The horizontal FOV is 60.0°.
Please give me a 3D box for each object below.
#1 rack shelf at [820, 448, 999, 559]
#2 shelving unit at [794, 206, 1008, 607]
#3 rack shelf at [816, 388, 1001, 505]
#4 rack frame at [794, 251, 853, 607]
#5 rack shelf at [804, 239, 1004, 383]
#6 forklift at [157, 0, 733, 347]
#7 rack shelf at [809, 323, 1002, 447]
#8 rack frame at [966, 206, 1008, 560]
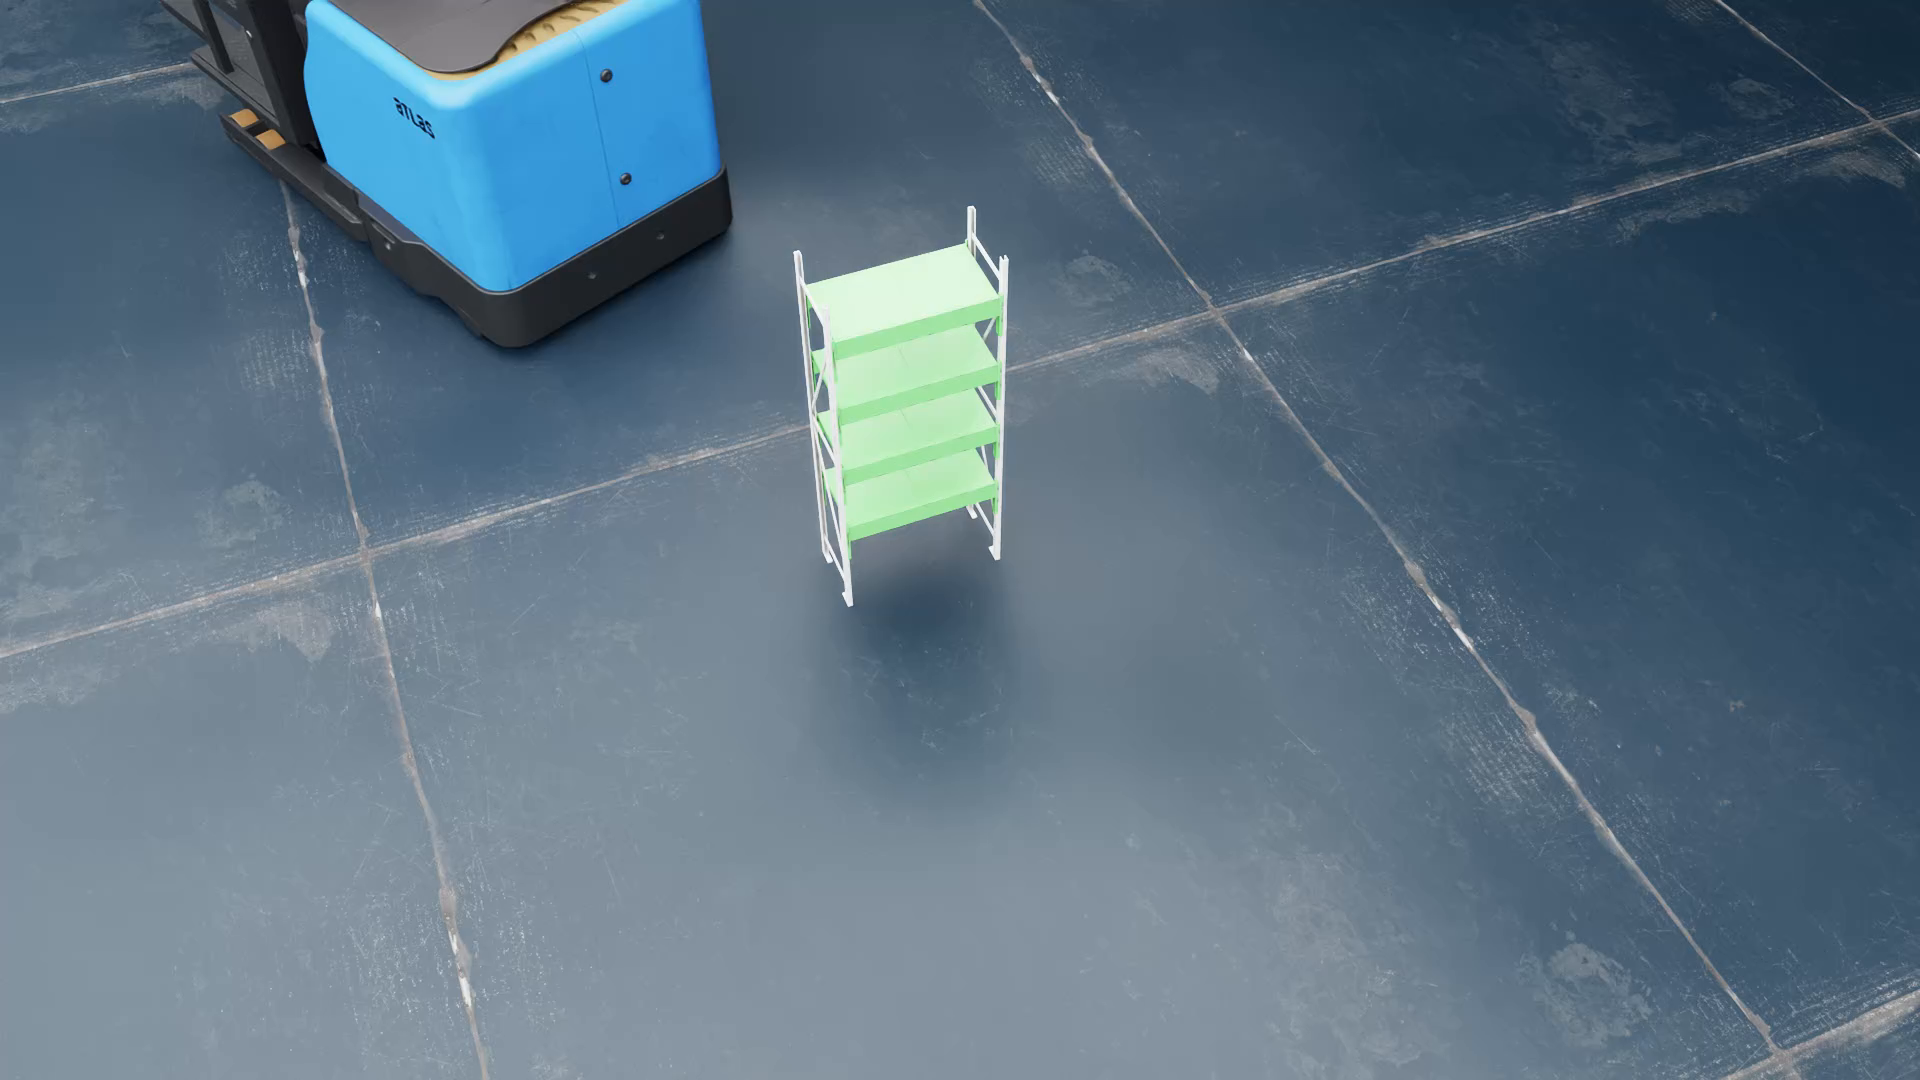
[{"bbox_3d":[-0.153,-0.145,4.985,0.480,0.148,0.258,-17,52,-14],"label":"rack shelf"},{"bbox_3d":[-0.153,-0.343,4.754,0.503,1.200,0.258,-17,52,-14],"label":"shelving unit"},{"bbox_3d":[-0.153,-0.302,4.803,0.480,0.148,0.258,-17,52,-14],"label":"rack shelf"},{"bbox_3d":[-0.379,-0.273,4.694,0.015,1.200,0.240,-17,52,-14],"label":"rack frame"},{"bbox_3d":[-0.153,-0.615,4.438,0.480,0.148,0.258,-17,52,-14],"label":"rack shelf"},{"bbox_3d":[-2.245,-2.628,5.575,3.031,2.935,1.130,37,59,27],"label":"forklift"},{"bbox_3d":[-0.153,-0.458,4.620,0.480,0.148,0.258,-17,52,-14],"label":"rack shelf"},{"bbox_3d":[0.073,-0.413,4.814,0.015,1.200,0.240,-17,52,-14],"label":"rack frame"}]
